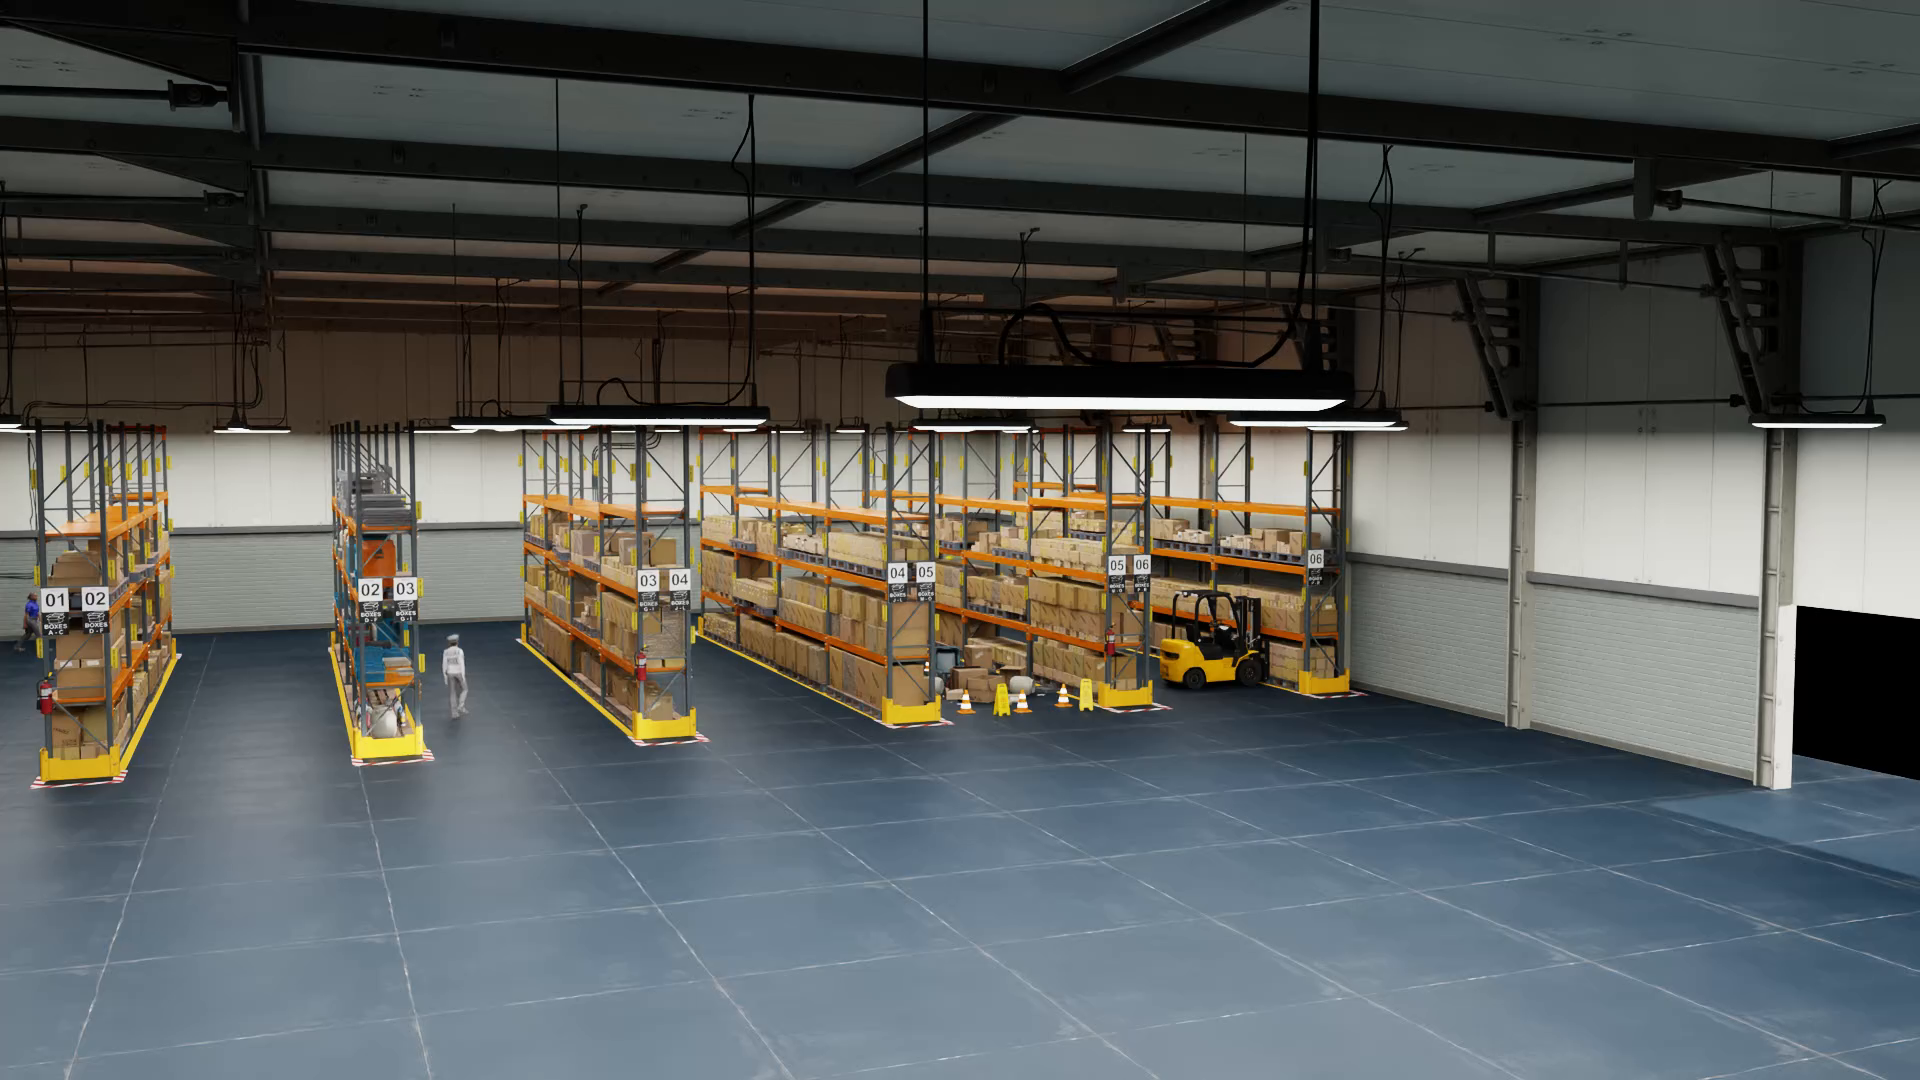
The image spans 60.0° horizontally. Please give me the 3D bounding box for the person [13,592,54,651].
[{"bbox_3d":[-24.465,2.169,43.891,1.032,1.605,0.466,-1,4,-12],"label":"person"}]

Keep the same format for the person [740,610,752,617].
[{"bbox_3d":[-6.452,1.793,49.720,0.850,1.648,0.483,-3,5,-41],"label":"person"}]

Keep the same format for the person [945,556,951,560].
[{"bbox_3d":[-0.420,1.426,54.889,0.635,1.821,0.535,3,4,35],"label":"person"}]

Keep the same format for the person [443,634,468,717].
[{"bbox_3d":[-10.277,2.762,33.849,0.519,1.671,0.449,0,4,-4],"label":"person"}]
